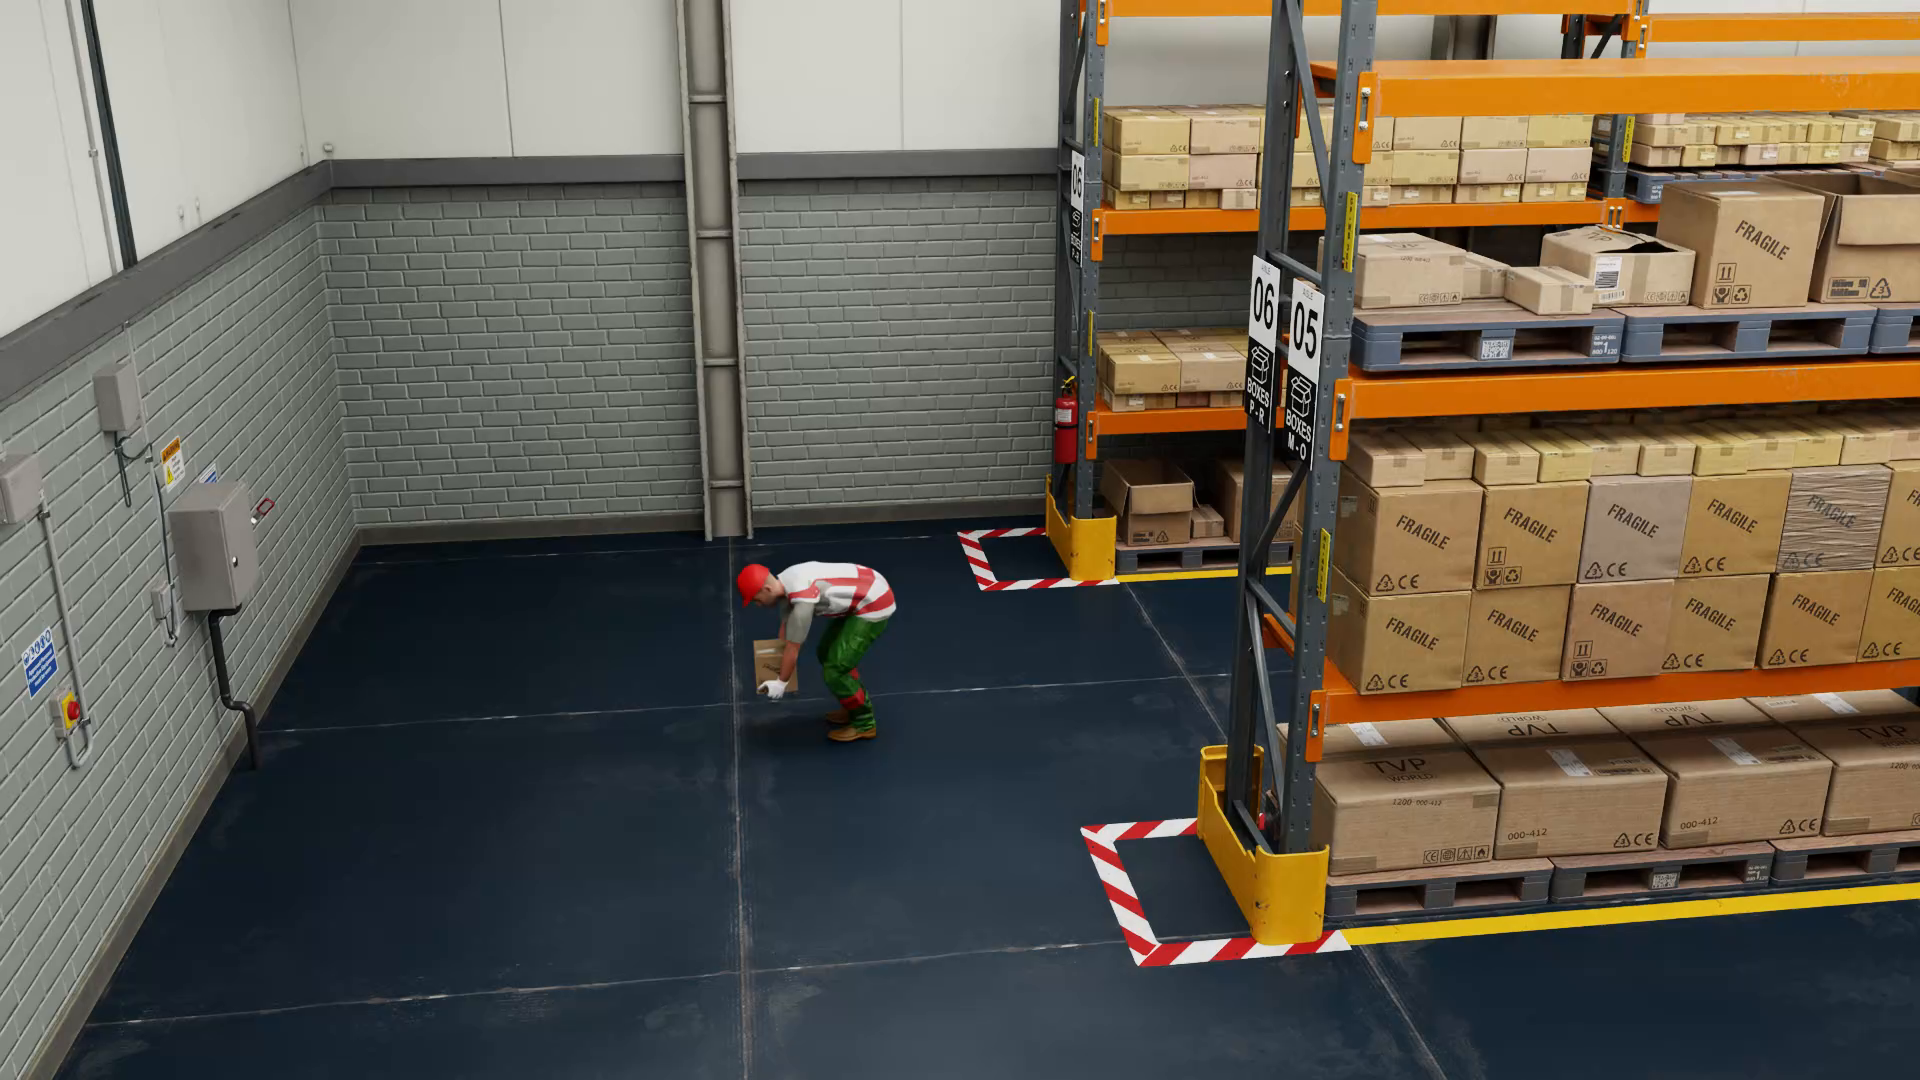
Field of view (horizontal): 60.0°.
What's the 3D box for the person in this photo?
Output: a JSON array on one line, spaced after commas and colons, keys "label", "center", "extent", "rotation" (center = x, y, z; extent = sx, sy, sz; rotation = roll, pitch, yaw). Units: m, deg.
[{"label": "person", "center": [-0.866, 0.659, 10.169], "extent": [0.951, 1.134, 0.523], "rotation": [-4, 20, -10]}]
